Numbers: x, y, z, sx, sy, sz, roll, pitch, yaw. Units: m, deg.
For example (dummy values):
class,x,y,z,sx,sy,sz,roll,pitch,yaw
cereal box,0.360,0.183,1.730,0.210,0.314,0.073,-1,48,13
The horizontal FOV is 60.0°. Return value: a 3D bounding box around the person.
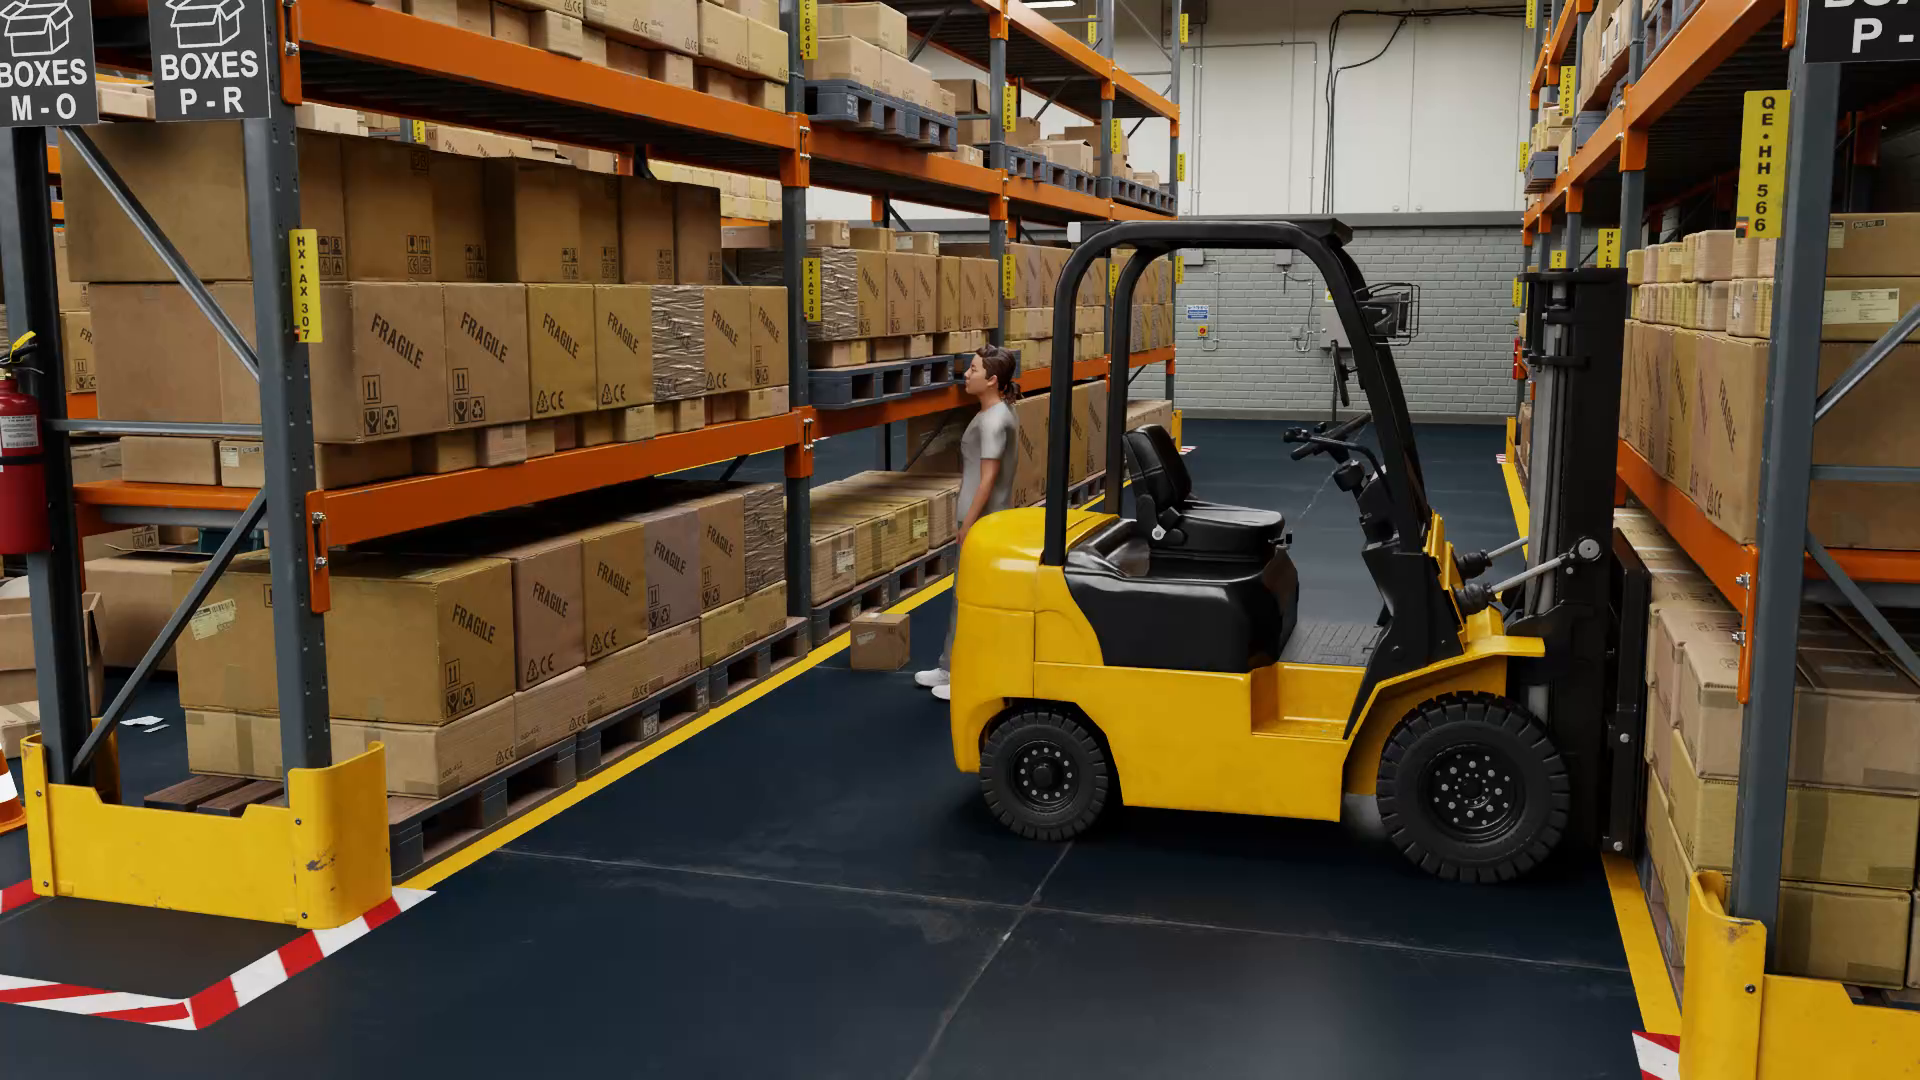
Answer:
class,x,y,z,sx,sy,sz,roll,pitch,yaw
person,0.033,-0.079,7.814,0.549,1.676,0.549,1,8,5
